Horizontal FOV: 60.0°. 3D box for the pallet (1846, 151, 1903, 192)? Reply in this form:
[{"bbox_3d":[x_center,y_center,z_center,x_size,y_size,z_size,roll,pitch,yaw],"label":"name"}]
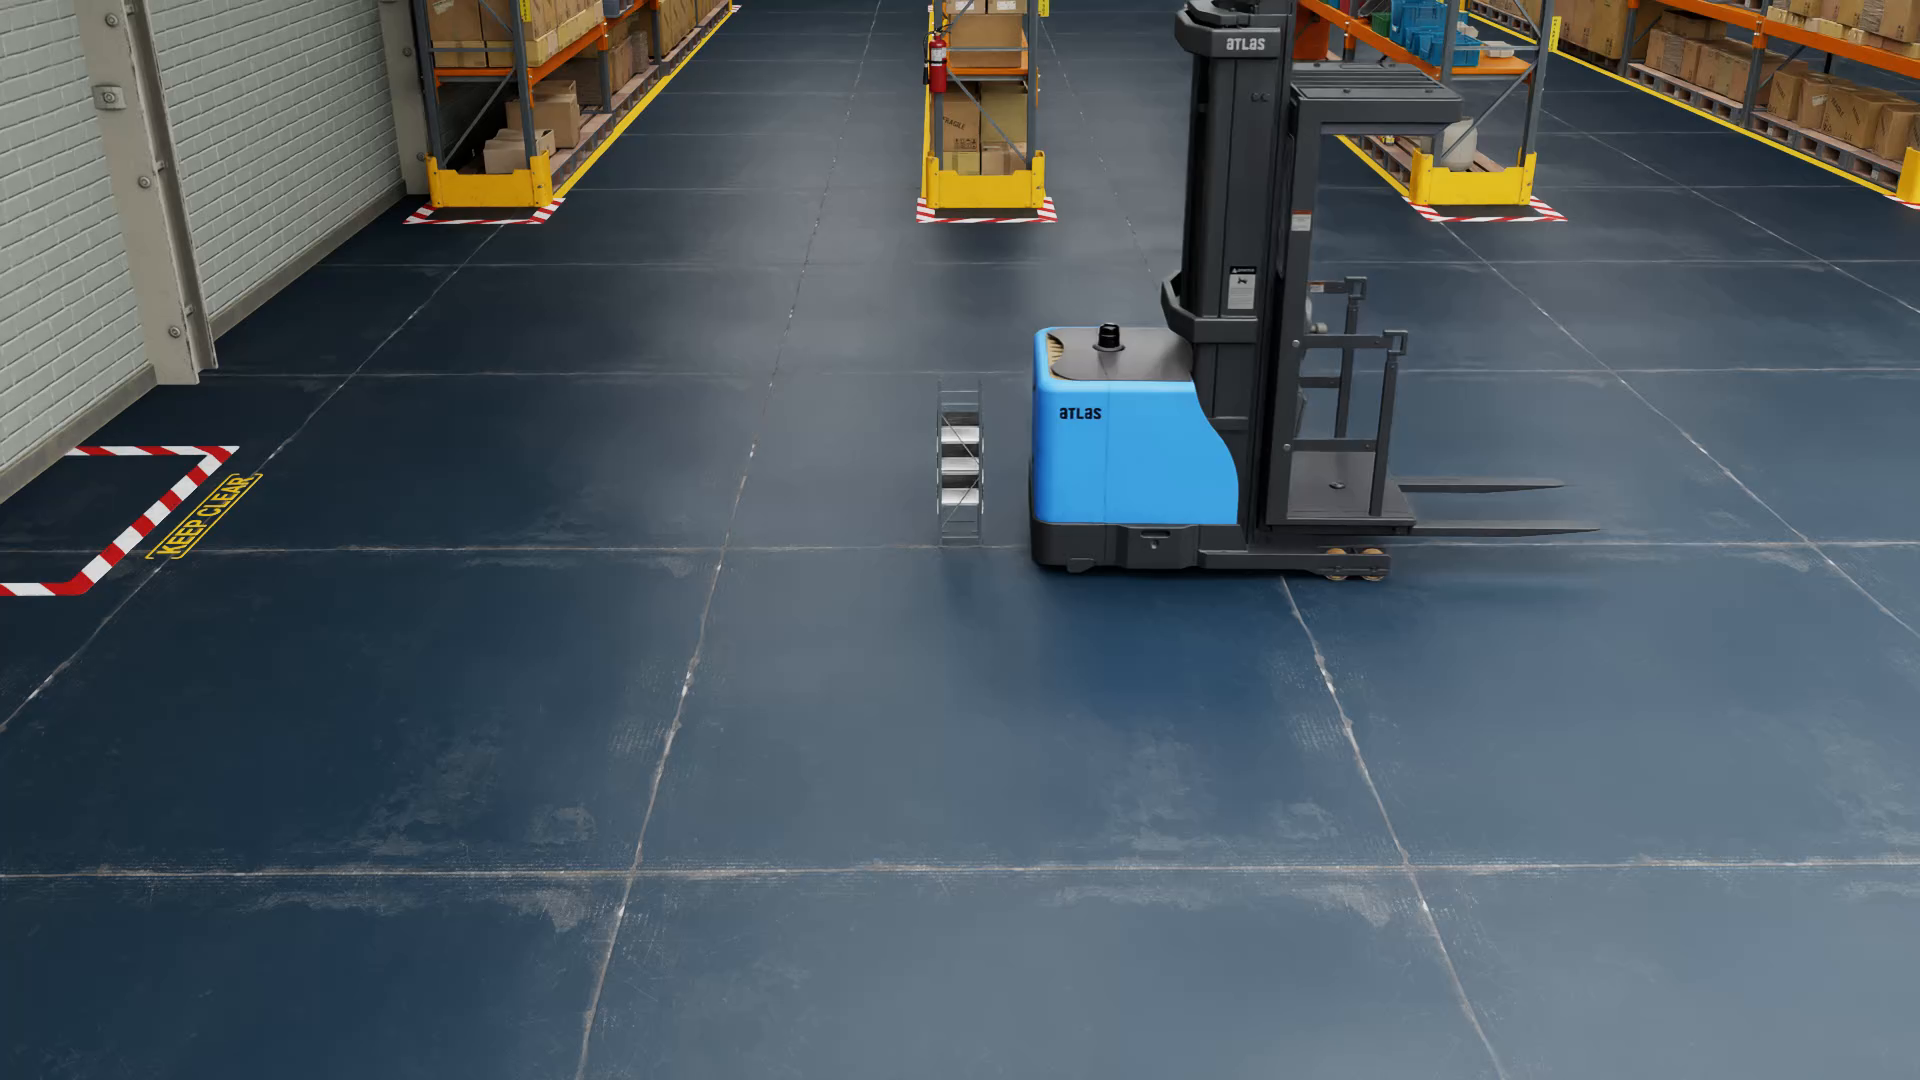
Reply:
[{"bbox_3d":[10.179,-3.890,17.596,1.003,0.211,1.213,0,24,-1],"label":"pallet"}]

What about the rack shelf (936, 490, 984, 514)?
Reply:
[{"bbox_3d":[0.000,-0.219,9.160,0.258,0.077,0.200,0,24,-1],"label":"rack shelf"}]

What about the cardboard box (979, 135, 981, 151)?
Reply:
[{"bbox_3d":[0.455,-4.118,17.543,0.500,0.250,0.500,0,24,-1],"label":"cardboard box"}]

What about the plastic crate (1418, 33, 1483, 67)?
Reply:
[{"bbox_3d":[4.896,-4.910,16.646,0.499,0.251,0.616,0,24,-1],"label":"plastic crate"}]

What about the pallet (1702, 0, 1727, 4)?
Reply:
[{"bbox_3d":[10.129,-7.188,21.736,1.003,0.211,1.213,0,24,-1],"label":"pallet"}]

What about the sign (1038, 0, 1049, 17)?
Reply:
[{"bbox_3d":[0.803,-5.182,15.921,0.100,0.325,0.005,0,24,-1],"label":"sign"}]

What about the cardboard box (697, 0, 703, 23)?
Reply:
[{"bbox_3d":[-4.742,-9.034,28.107,0.700,0.500,0.500,0,24,0],"label":"cardboard box"}]

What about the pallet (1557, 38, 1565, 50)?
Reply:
[{"bbox_3d":[10.106,-8.151,27.017,1.003,0.211,1.213,0,24,-1],"label":"pallet"}]

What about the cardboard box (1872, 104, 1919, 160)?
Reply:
[{"bbox_3d":[10.123,-4.351,17.753,0.500,0.500,0.500,6,25,13],"label":"cardboard box"}]

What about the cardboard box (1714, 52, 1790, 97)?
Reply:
[{"bbox_3d":[10.138,-5.954,21.274,0.700,0.500,0.500,0,24,-1],"label":"cardboard box"}]

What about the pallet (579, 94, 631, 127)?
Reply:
[{"bbox_3d":[-4.759,-5.426,20.992,1.003,0.211,1.213,0,24,-1],"label":"pallet"}]

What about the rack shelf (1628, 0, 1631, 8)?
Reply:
[{"bbox_3d":[10.044,-8.587,25.470,1.077,0.370,4.000,0,24,-1],"label":"rack shelf"}]

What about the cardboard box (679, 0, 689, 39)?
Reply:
[{"bbox_3d":[-4.687,-8.251,25.952,0.750,0.750,0.750,0,24,1],"label":"cardboard box"}]

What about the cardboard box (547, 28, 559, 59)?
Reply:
[{"bbox_3d":[-4.413,-5.085,17.011,0.500,0.250,0.500,-1,24,-2],"label":"cardboard box"}]

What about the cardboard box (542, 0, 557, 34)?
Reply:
[{"bbox_3d":[-4.406,-5.412,16.824,0.500,0.500,0.500,0,24,0],"label":"cardboard box"}]

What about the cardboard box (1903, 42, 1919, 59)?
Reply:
[{"bbox_3d":[9.888,-5.002,16.976,0.380,0.149,0.250,0,24,-1],"label":"cardboard box"}]

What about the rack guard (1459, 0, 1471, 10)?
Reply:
[{"bbox_3d":[9.979,-10.259,31.326,1.175,0.500,0.348,0,24,-1],"label":"rack guard"}]

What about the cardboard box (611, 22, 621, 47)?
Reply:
[{"bbox_3d":[-4.779,-6.684,21.978,0.500,0.250,0.500,0,24,-1],"label":"cardboard box"}]

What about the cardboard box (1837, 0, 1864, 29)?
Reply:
[{"bbox_3d":[10.094,-5.820,17.997,0.875,0.500,0.500,0,24,-1],"label":"cardboard box"}]

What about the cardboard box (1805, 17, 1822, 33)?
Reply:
[{"bbox_3d":[9.805,-5.826,18.797,0.380,0.149,0.250,0,24,-1],"label":"cardboard box"}]

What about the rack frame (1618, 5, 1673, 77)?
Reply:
[{"bbox_3d":[10.066,-8.091,23.500,1.000,3.000,0.127,0,24,-1],"label":"rack frame"}]

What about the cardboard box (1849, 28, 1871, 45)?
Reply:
[{"bbox_3d":[9.823,-5.414,17.886,0.380,0.149,0.250,0,24,-1],"label":"cardboard box"}]

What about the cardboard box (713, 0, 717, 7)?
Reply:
[{"bbox_3d":[-4.767,-9.879,29.977,0.700,0.500,0.500,0,24,-1],"label":"cardboard box"}]

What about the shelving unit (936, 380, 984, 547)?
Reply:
[{"bbox_3d":[0.000,-0.413,9.072,0.258,0.900,0.210,0,24,-1],"label":"shelving unit"}]

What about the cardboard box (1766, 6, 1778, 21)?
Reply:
[{"bbox_3d":[9.812,-6.238,19.708,0.380,0.149,0.250,0,24,-1],"label":"cardboard box"}]

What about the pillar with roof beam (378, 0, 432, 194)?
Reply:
[{"bbox_3d":[-1.273,-7.765,15.499,9.100,9.000,0.400,0,24,-1],"label":"pillar with roof beam"}]

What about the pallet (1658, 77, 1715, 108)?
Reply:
[{"bbox_3d":[10.084,-5.997,22.254,1.003,0.211,1.213,0,24,-1],"label":"pallet"}]

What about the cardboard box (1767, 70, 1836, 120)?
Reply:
[{"bbox_3d":[10.074,-5.330,19.919,0.500,0.500,0.500,-1,24,-2],"label":"cardboard box"}]

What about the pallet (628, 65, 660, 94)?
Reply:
[{"bbox_3d":[-4.786,-6.432,23.215,1.003,0.211,1.213,0,24,-1],"label":"pallet"}]

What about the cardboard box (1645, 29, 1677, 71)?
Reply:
[{"bbox_3d":[10.094,-6.877,23.314,0.700,0.500,0.500,-2,24,-3],"label":"cardboard box"}]

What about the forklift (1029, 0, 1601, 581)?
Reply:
[{"bbox_3d":[1.906,-1.342,8.660,3.031,2.935,1.130,0,24,1],"label":"forklift"}]

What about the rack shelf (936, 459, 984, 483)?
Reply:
[{"bbox_3d":[0.000,-0.383,9.086,0.258,0.077,0.200,0,24,-1],"label":"rack shelf"}]

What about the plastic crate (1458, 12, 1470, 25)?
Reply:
[{"bbox_3d":[5.441,-5.898,18.831,0.499,0.251,0.616,0,24,-1],"label":"plastic crate"}]

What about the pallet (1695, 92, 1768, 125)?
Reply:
[{"bbox_3d":[10.100,-5.493,21.139,1.003,0.211,1.213,0,24,-1],"label":"pallet"}]

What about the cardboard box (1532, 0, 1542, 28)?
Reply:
[{"bbox_3d":[10.050,-8.699,26.913,1.225,0.875,0.875,0,24,0],"label":"cardboard box"}]

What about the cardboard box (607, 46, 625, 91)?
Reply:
[{"bbox_3d":[-4.795,-6.164,21.738,0.700,0.500,0.500,0,24,0],"label":"cardboard box"}]

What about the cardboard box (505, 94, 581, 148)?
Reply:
[{"bbox_3d":[-4.587,-4.612,18.307,0.700,0.500,0.500,-2,24,-4],"label":"cardboard box"}]

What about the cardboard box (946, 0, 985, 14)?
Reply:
[{"bbox_3d":[0.053,-5.249,16.308,0.380,0.149,0.250,-1,24,-1],"label":"cardboard box"}]

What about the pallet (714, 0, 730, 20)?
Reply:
[{"bbox_3d":[-4.793,-9.721,30.488,1.003,0.211,1.213,0,24,-1],"label":"pallet"}]

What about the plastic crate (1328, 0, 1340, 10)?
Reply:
[{"bbox_3d":[4.834,-6.866,20.812,0.392,0.384,0.575,0,24,-1],"label":"plastic crate"}]

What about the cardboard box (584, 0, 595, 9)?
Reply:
[{"bbox_3d":[-4.424,-6.259,18.698,0.500,0.500,0.500,0,24,-1],"label":"cardboard box"}]

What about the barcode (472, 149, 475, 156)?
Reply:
[{"bbox_3d":[-5.023,-3.999,17.169,0.001,0.075,0.075,0,24,-1],"label":"barcode"}]

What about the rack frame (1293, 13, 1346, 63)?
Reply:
[{"bbox_3d":[5.114,-8.069,23.451,1.000,3.000,0.127,0,24,-1],"label":"rack frame"}]

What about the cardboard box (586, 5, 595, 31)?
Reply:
[{"bbox_3d":[-4.444,-5.918,18.852,0.500,0.250,0.500,0,24,0],"label":"cardboard box"}]

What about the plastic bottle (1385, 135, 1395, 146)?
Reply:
[{"bbox_3d":[4.743,-4.453,18.317,0.097,0.201,0.097,0,24,0],"label":"plastic bottle"}]

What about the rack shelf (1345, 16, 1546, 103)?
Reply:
[{"bbox_3d":[5.179,-5.269,18.132,1.077,0.370,4.000,0,24,-1],"label":"rack shelf"}]

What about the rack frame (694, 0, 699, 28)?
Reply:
[{"bbox_3d":[-4.836,-9.673,26.997,1.000,3.000,0.127,0,24,-1],"label":"rack frame"}]

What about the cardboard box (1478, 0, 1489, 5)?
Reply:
[{"bbox_3d":[10.066,-10.348,30.558,0.875,0.875,0.875,0,24,-1],"label":"cardboard box"}]
